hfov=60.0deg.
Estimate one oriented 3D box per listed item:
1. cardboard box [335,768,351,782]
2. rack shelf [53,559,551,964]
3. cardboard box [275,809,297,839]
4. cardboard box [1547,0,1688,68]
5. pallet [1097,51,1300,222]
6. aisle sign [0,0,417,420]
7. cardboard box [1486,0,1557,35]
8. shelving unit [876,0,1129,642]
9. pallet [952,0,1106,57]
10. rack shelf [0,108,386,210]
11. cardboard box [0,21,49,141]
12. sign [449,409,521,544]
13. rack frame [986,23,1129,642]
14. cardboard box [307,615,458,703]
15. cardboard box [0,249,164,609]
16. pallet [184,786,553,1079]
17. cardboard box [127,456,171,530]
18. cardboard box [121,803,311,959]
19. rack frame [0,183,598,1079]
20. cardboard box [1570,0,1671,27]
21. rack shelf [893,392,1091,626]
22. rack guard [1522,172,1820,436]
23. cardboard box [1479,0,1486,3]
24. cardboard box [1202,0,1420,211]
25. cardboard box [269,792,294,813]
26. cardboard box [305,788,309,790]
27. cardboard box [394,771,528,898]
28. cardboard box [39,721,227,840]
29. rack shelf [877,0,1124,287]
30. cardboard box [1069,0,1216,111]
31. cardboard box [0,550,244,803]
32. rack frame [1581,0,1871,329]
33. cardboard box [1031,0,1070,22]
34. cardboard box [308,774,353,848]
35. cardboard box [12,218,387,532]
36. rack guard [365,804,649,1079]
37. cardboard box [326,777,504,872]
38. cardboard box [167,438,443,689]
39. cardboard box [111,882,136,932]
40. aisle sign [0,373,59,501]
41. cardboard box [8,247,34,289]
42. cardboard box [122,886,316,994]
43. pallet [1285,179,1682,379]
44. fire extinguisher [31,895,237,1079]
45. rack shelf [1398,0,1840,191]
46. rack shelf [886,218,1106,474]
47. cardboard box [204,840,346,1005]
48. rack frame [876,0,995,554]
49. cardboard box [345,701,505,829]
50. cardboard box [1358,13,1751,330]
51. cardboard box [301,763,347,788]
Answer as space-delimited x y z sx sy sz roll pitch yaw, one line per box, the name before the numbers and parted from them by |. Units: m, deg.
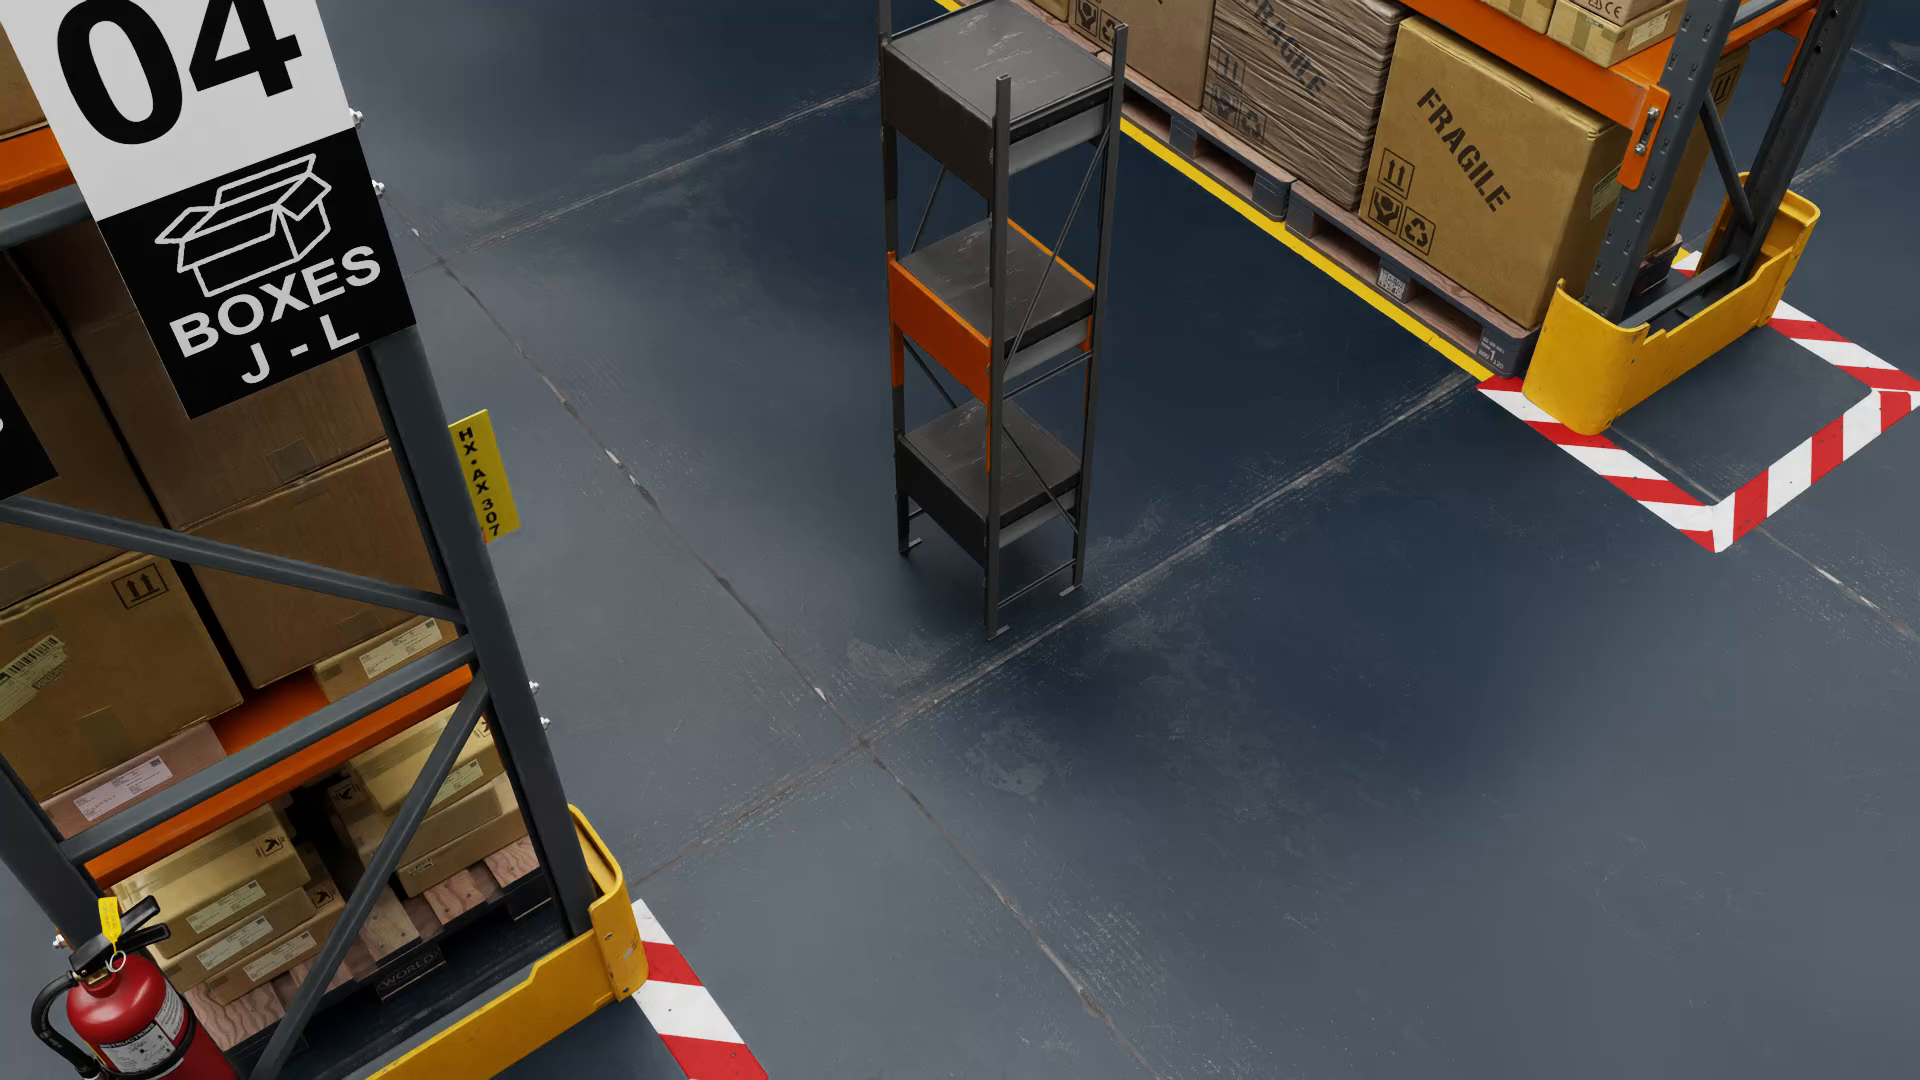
cardboard box | -1.601 0.524 4.690 0.380 0.149 0.250 -30 54 -24
rack shelf | -2.578 -0.519 4.681 1.077 0.370 4.000 -29 54 -24
cardboard box | -2.029 0.774 4.464 0.380 0.149 0.250 -31 55 -25
cardboard box | 2.164 -1.725 5.458 0.380 0.149 0.250 -28 54 -23
pallet | 1.361 -1.965 7.389 1.003 0.211 1.213 -29 54 -24
aisle sign | -1.084 -0.546 2.466 0.394 0.787 0.004 -29 54 -24
cardboard box | 2.005 -1.877 5.597 0.380 0.149 0.250 -29 54 -24
shelving unit | 0.100 -0.608 4.884 0.431 2.100 0.503 -29 54 -24
pallet | 0.618 -2.685 8.042 1.003 0.211 1.213 -29 54 -24
rack shelf | -2.578 -1.527 3.570 1.077 0.370 4.000 -29 54 -24
cardboard box | -1.435 -0.918 2.634 0.500 0.250 0.500 -28 53 -23
sign | -0.935 -0.116 3.246 0.100 0.325 0.005 -29 54 -24
rack frame | 0.248 -0.464 4.753 0.400 2.100 0.015 -29 54 -24
cardboard box | -1.302 0.165 3.745 0.380 0.149 0.250 -30 54 -24
cardboard box | -1.842 -0.209 2.972 0.500 0.500 0.500 -30 55 -25
pallet | -1.877 0.815 4.868 1.003 0.211 1.213 -29 54 -24
cardboard box | -1.763 -0.408 3.827 0.500 0.500 0.500 -29 54 -24
cardboard box | -1.889 0.837 4.206 0.380 0.149 0.250 -29 54 -24
rack frame | -1.367 0.419 3.346 1.000 3.000 0.127 -29 54 -24
cardboard box | 2.137 -1.963 5.405 0.500 0.250 0.500 -30 55 -25
rack shelf | 0.100 -0.128 5.412 0.431 0.518 0.480 -29 54 -24
rack guard | 2.656 -0.893 6.222 1.175 0.500 0.348 -29 54 -24
cardboard box | 1.853 -2.026 5.732 0.380 0.149 0.250 -29 54 -24
cardboard box | 1.639 -2.052 6.737 0.875 0.875 0.875 -29 54 -24
cardboard box | -1.996 0.663 4.364 0.380 0.149 0.250 -28 54 -23
cardboard box | -1.809 0.522 4.893 0.380 0.149 0.250 -29 54 -24
cardboard box | -1.429 0.783 4.657 0.380 0.149 0.250 -28 54 -23
cardboard box | -1.789 0.437 3.498 0.380 0.149 0.250 -29 54 -24
rack shelf | 0.100 -1.069 4.375 0.431 0.518 0.480 -29 54 -24
cardboard box | 1.101 -2.577 7.212 0.875 0.875 0.875 -29 54 -24
cardboard box | -1.844 0.136 3.334 0.500 0.500 0.500 -28 54 -23
rack frame | 2.642 -1.747 5.309 1.000 3.000 0.127 -29 54 -24
cardboard box | 0.556 -3.108 7.693 0.875 0.875 0.875 -29 54 -24
cardboard box | -1.653 0.665 4.763 0.380 0.149 0.250 -30 54 -24
cardboard box | -1.428 -0.435 3.176 0.500 0.500 0.500 -30 54 -24
rack guard | -1.413 1.213 4.313 1.175 0.500 0.348 -29 54 -24
cardboard box | -1.480 0.711 4.521 0.380 0.149 0.250 -27 53 -23
cardboard box | -1.419 -0.104 3.551 0.500 0.500 0.500 -27 53 -22
cardboard box | -2.088 0.912 4.539 0.380 0.149 0.250 -28 54 -23
aisle sign | -1.562 -0.277 2.222 0.394 0.787 0.004 -29 54 -24
cardboard box | -1.738 -0.729 3.443 0.500 0.500 0.500 -28 54 -23
cardboard box | -1.914 0.952 4.302 0.380 0.149 0.250 -31 55 -25
pallet | 2.095 -1.247 6.738 1.003 0.211 1.213 -29 54 -24
fire extinguisher | -1.582 0.925 3.190 0.296 0.674 0.183 -29 54 -24
rack shelf | 1.431 -2.684 6.645 1.077 0.370 4.000 -29 54 -24
rack shelf | 0.100 -0.598 4.894 0.431 0.518 0.480 -29 54 -24
cardboard box | -1.852 1.018 4.443 0.380 0.149 0.250 -29 54 -23
rack frame | -0.048 -0.752 5.014 0.400 2.100 0.015 -29 54 -24
cardboard box | -1.414 0.574 4.444 0.380 0.149 0.250 -32 55 -26
cardboard box | 2.190 -1.516 6.250 0.875 0.875 0.875 -29 54 -24
cardboard box | -1.676 0.465 4.543 0.380 0.149 0.250 -28 54 -23
